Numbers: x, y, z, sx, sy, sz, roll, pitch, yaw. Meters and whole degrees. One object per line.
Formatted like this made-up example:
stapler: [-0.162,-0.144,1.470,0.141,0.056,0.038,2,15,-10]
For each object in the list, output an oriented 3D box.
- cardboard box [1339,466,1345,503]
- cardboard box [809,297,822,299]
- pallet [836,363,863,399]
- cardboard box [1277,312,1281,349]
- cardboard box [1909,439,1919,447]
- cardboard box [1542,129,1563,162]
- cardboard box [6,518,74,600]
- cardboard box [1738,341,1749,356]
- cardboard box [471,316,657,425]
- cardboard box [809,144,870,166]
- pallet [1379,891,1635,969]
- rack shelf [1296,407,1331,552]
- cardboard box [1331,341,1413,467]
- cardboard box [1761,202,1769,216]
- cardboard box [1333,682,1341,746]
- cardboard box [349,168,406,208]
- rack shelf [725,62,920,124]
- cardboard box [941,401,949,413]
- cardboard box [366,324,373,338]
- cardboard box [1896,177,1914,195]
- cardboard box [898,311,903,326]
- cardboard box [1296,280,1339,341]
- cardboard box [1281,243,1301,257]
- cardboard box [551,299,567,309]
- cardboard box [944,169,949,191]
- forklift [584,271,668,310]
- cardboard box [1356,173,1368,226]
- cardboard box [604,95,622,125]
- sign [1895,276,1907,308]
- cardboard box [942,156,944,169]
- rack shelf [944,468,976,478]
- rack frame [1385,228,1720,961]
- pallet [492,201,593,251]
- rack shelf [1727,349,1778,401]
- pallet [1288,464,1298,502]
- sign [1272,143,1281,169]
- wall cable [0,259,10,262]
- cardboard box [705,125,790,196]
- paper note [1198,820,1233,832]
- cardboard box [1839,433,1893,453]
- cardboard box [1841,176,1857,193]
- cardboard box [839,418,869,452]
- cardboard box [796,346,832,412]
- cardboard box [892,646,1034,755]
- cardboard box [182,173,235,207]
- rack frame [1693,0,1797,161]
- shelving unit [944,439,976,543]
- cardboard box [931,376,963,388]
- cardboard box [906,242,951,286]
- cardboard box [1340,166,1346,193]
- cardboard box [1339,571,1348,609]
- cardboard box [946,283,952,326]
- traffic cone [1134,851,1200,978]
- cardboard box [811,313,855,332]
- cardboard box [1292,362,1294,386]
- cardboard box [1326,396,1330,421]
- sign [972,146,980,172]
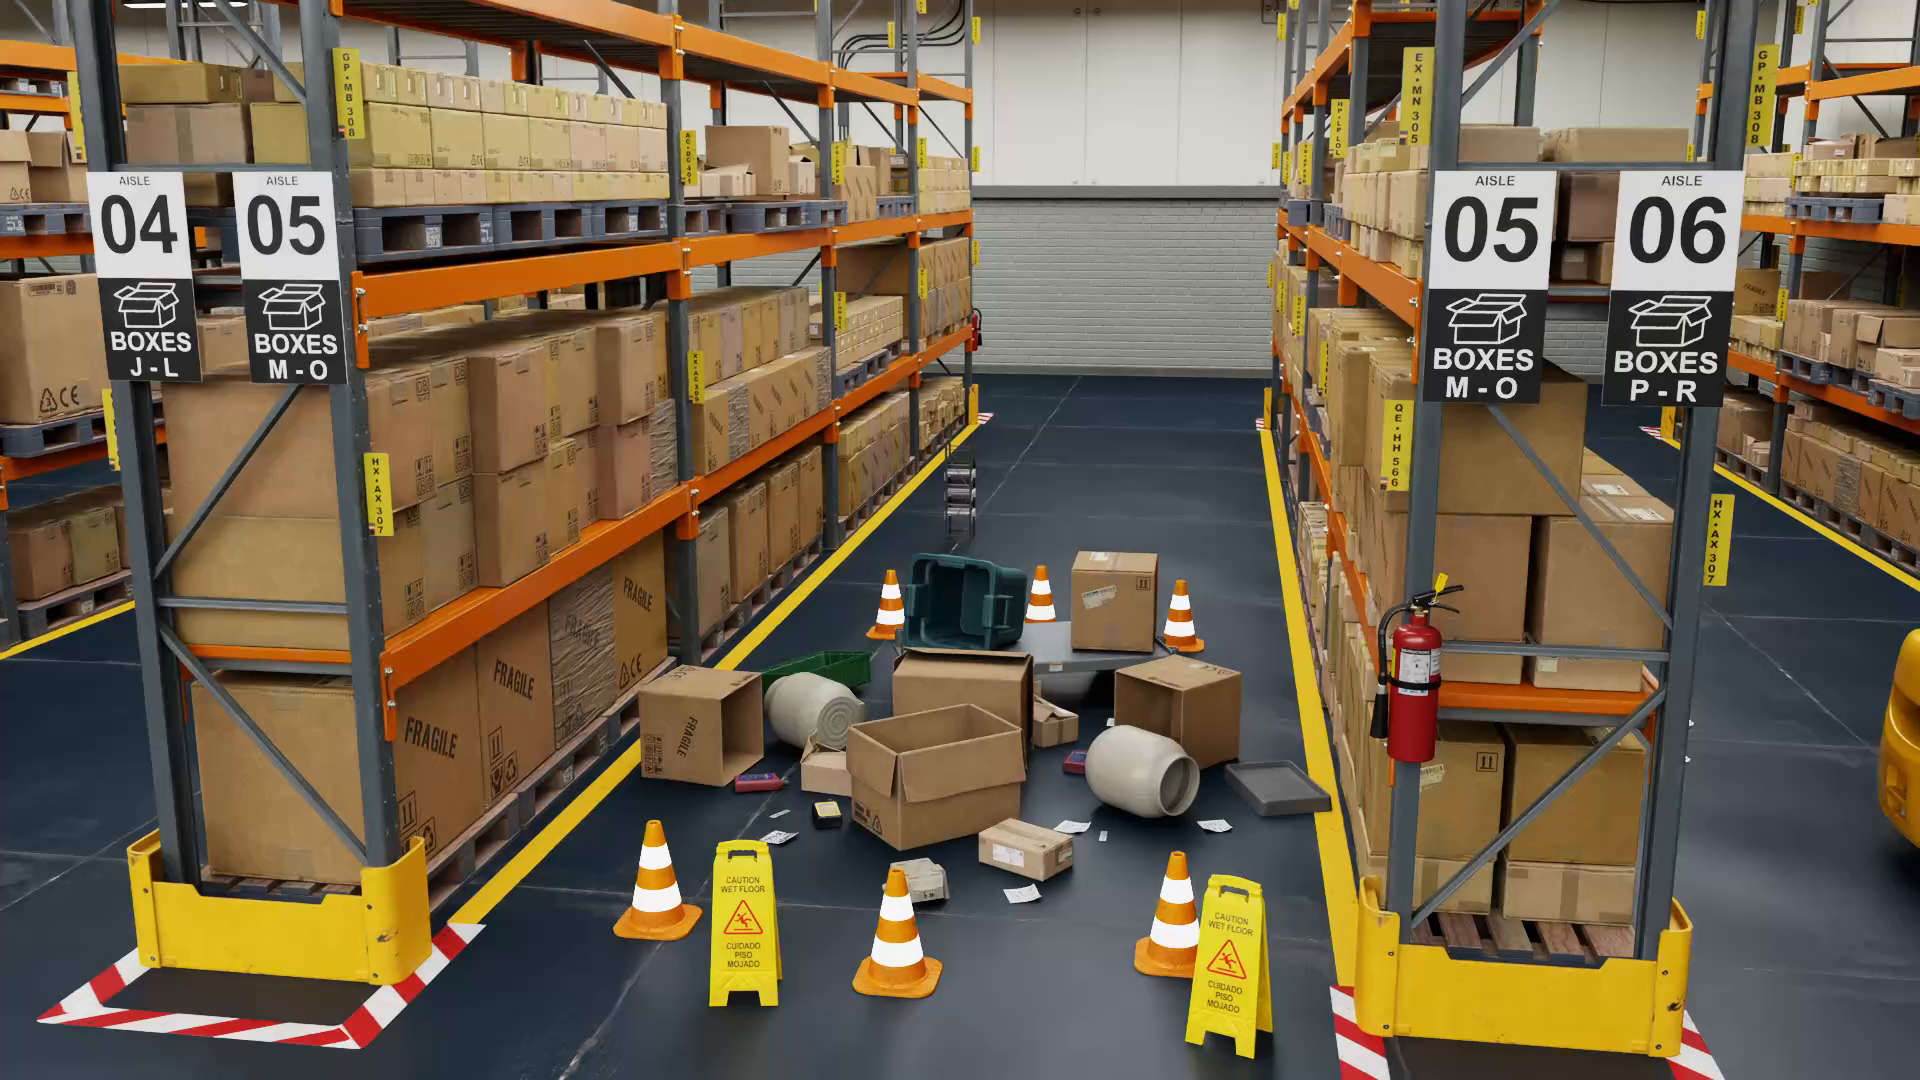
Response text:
cardboard box: [2.323,-0.433,8.941,0.500,0.500,0.500,2,12,8]
cardboard box: [-1.508,-2.479,17.566,0.380,0.149,0.250,2,12,10]
pallet: [-1.567,-1.457,15.089,1.213,0.211,1.003,2,12,9]
cardboard box: [3.906,-2.458,19.043,0.500,0.500,0.500,2,12,8]
cardboard box: [8.859,-0.824,15.094,0.380,0.149,0.250,1,12,6]
cardboard box: [2.385,-1.448,6.175,0.380,0.149,0.250,2,12,8]
cardboard box: [-6.956,0.132,12.151,0.700,0.500,0.500,1,12,4]
cardboard box: [8.769,-2.101,18.221,0.380,0.149,0.250,2,12,8]
cardboard box: [-2.246,-0.973,9.471,0.875,0.550,0.550,2,12,9]
cardboard box: [-1.323,-3.636,16.385,0.797,0.503,0.637,2,12,8]
pallet: [2.277,1.585,7.137,1.003,0.211,1.213,2,12,9]
rack shelf: [3.028,-0.492,11.862,1.077,0.370,4.000,2,12,9]
cardboard box: [2.030,-0.605,7.365,0.700,0.500,0.500,2,12,8]
cardboard box: [8.752,-3.518,17.672,0.380,0.149,0.250,2,12,8]
cardboard box: [2.292,0.938,9.053,0.500,0.250,0.500,3,12,12]
cardboard box: [-2.432,-1.392,6.576,0.380,0.149,0.250,2,12,9]
rack shelf: [-1.263,-4.201,15.782,1.077,0.370,4.000,2,12,9]
cardboard box: [-0.342,-1.633,20.515,0.380,0.149,0.250,3,12,11]
cardboard box: [-6.036,-1.829,16.124,0.500,0.500,0.500,2,12,7]
cardboard box: [8.281,-3.036,14.250,0.380,0.149,0.250,2,12,10]
cardboard box: [-0.822,-2.370,17.765,0.380,0.149,0.250,2,12,10]
cardboard box: [3.228,-2.020,14.637,0.500,0.500,0.500,2,12,10]
cardboard box: [3.958,-3.393,19.468,0.380,0.149,0.250,2,12,7]
cardboard box: [-5.271,-2.888,20.926,0.500,0.250,0.500,2,12,9]
cardboard box: [-0.408,-4.280,19.781,0.500,0.250,0.500,1,12,6]
forklift: [-3.392,-1.666,15.768,1.130,2.935,3.031,11,17,42]
cardboard box: [2.222,-1.671,8.157,0.500,0.250,0.500,2,12,9]
cardboard box: [-2.044,-2.310,8.943,0.380,0.149,0.250,2,12,10]
sign: [9.405,-2.481,16.637,0.100,0.325,0.005,2,12,9]
cardboard box: [-0.395,-4.443,19.595,0.380,0.149,0.250,2,12,7]
rack shelf: [0.001,-0.585,14.876,0.258,0.077,0.200,2,12,9]
rack frame: [2.105,0.406,5.990,1.000,3.000,0.127,2,12,9]
pallet: [-2.512,-1.566,8.230,1.003,0.211,1.213,2,12,9]
rack shelf: [9.164,-1.997,18.846,1.077,0.370,4.000,2,12,9]
pallet: [3.907,-0.566,17.119,1.003,0.211,1.213,2,12,9]
sign: [4.019,-4.876,21.118,0.100,0.325,0.005,2,12,9]
wall cable: [-18.686,-6.308,30.274,3.097,2.526,0.112,2,12,9]
cardboard box: [-1.561,-2.797,12.262,0.500,0.500,0.500,2,12,9]
paper note: [1.278,1.423,8.319,0.142,0.019,0.148,-2,12,-11]
cardboard box: [8.399,-0.893,15.412,0.380,0.149,0.250,2,12,11]
cardboard box: [8.215,-3.215,15.035,0.380,0.149,0.250,2,12,10]
cardboard box: [-1.148,-0.990,15.624,0.500,0.250,0.500,2,12,8]
cardboard box: [-1.375,-1.345,13.878,0.500,0.500,0.500,2,12,9]
cardboard box: [0.010,0.917,9.221,0.797,0.637,0.503,2,12,9]
cardboard box: [-3.085,-1.411,6.665,0.380,0.149,0.250,2,12,9]
rack frame: [9.471,-5.697,20.070,1.000,3.000,0.127,2,12,9]
shelving unit: [0.001,-0.442,14.906,0.258,0.900,0.210,2,12,9]
cardboard box: [-0.172,-2.048,21.736,0.380,0.149,0.250,2,12,9]
cardboard box: [-0.392,-3.320,19.961,0.500,0.500,0.500,1,12,7]
cardboard box: [3.129,-2.458,11.913,0.797,0.503,0.637,2,12,9]
cardboard box: [2.207,0.274,8.814,0.380,0.149,0.250,2,12,11]
cardboard box: [-0.395,-2.840,20.109,0.500,0.500,0.500,3,12,11]
traffic cone: [0.897,1.515,6.867,0.336,0.463,0.334,2,12,9]
cardboard box: [-1.186,-2.024,15.453,0.380,0.149,0.250,1,12,6]
cardboard box: [3.313,-1.511,15.241,0.500,0.250,0.500,2,12,8]
cardboard box: [2.640,-1.033,10.728,0.500,0.500,0.500,2,12,9]
sign: [0.205,-4.941,21.580,0.100,0.325,0.005,2,12,9]
